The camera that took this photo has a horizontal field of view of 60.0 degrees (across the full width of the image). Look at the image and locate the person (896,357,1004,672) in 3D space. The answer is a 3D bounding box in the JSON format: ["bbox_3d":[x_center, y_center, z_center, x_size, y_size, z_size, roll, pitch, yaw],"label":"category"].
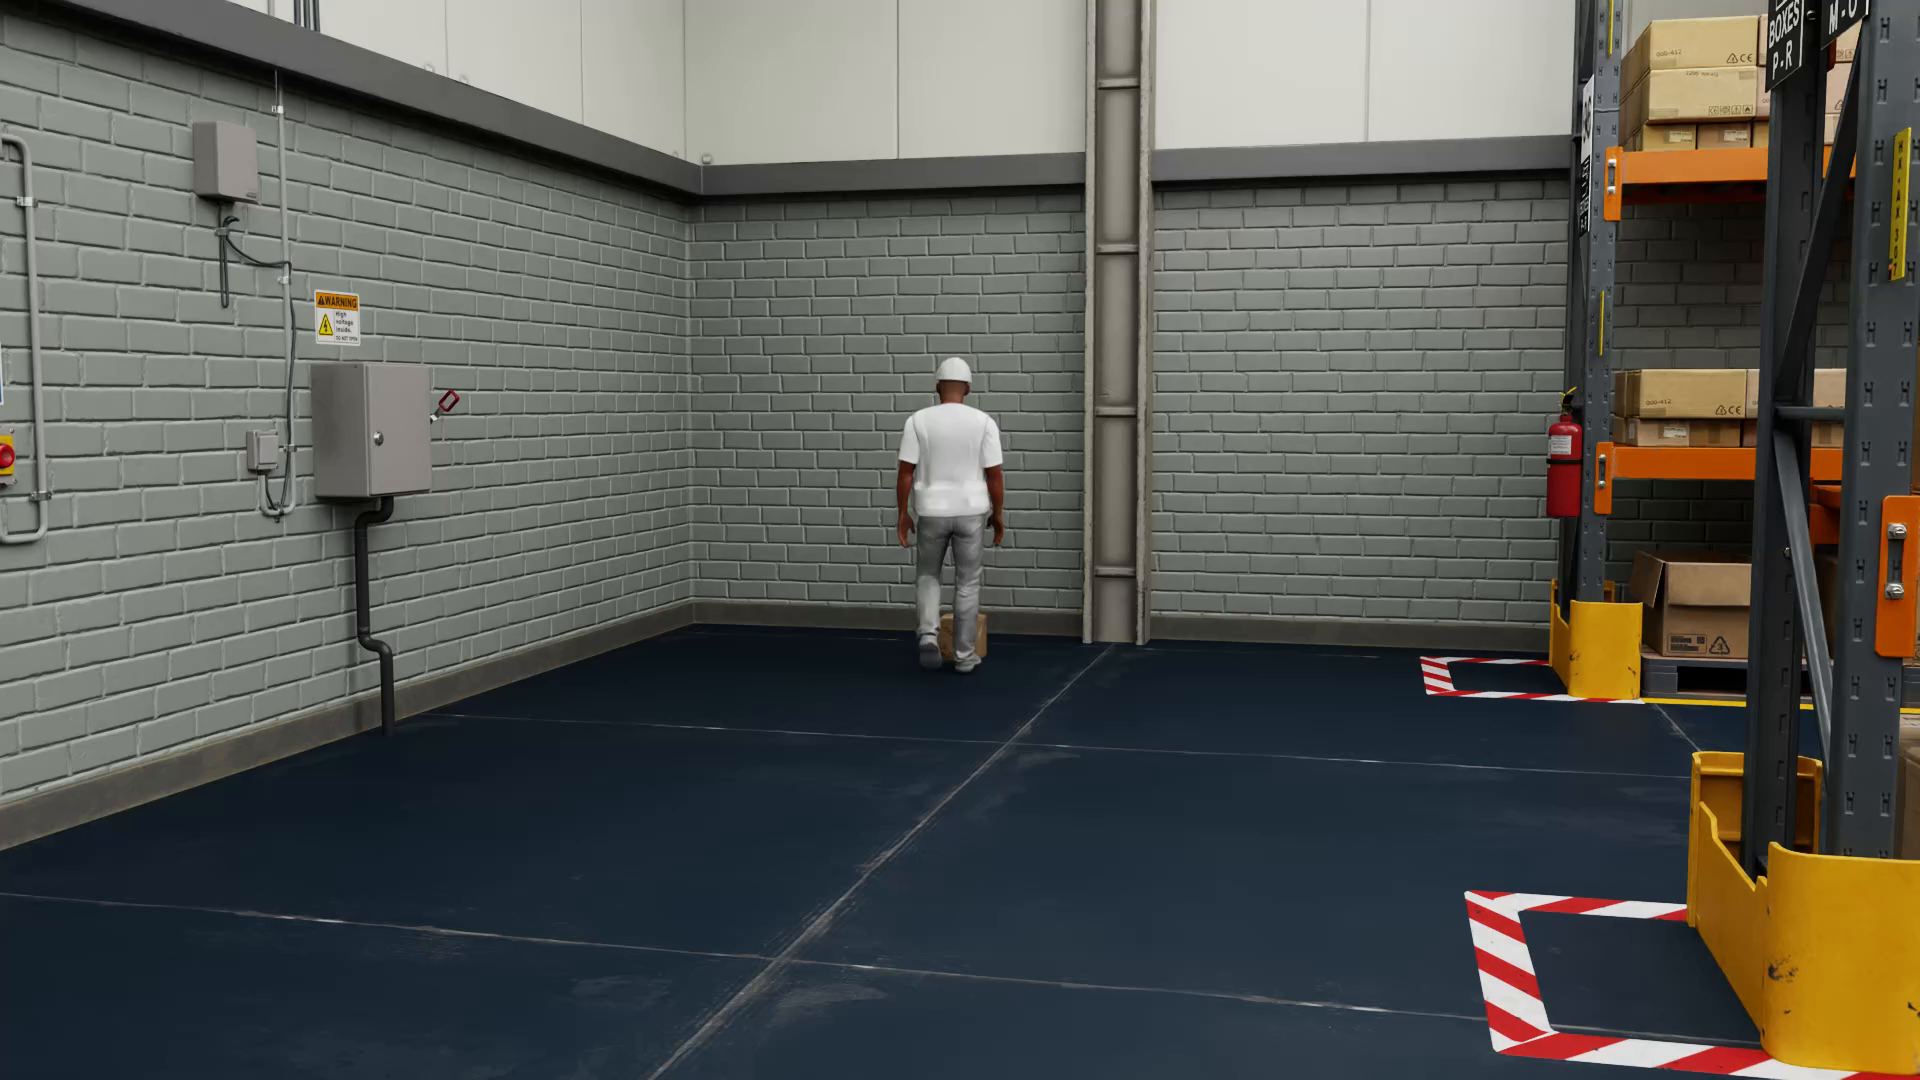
[{"bbox_3d":[-0.050,-0.139,9.361,0.594,1.767,0.504,0,5,5],"label":"person"}]
